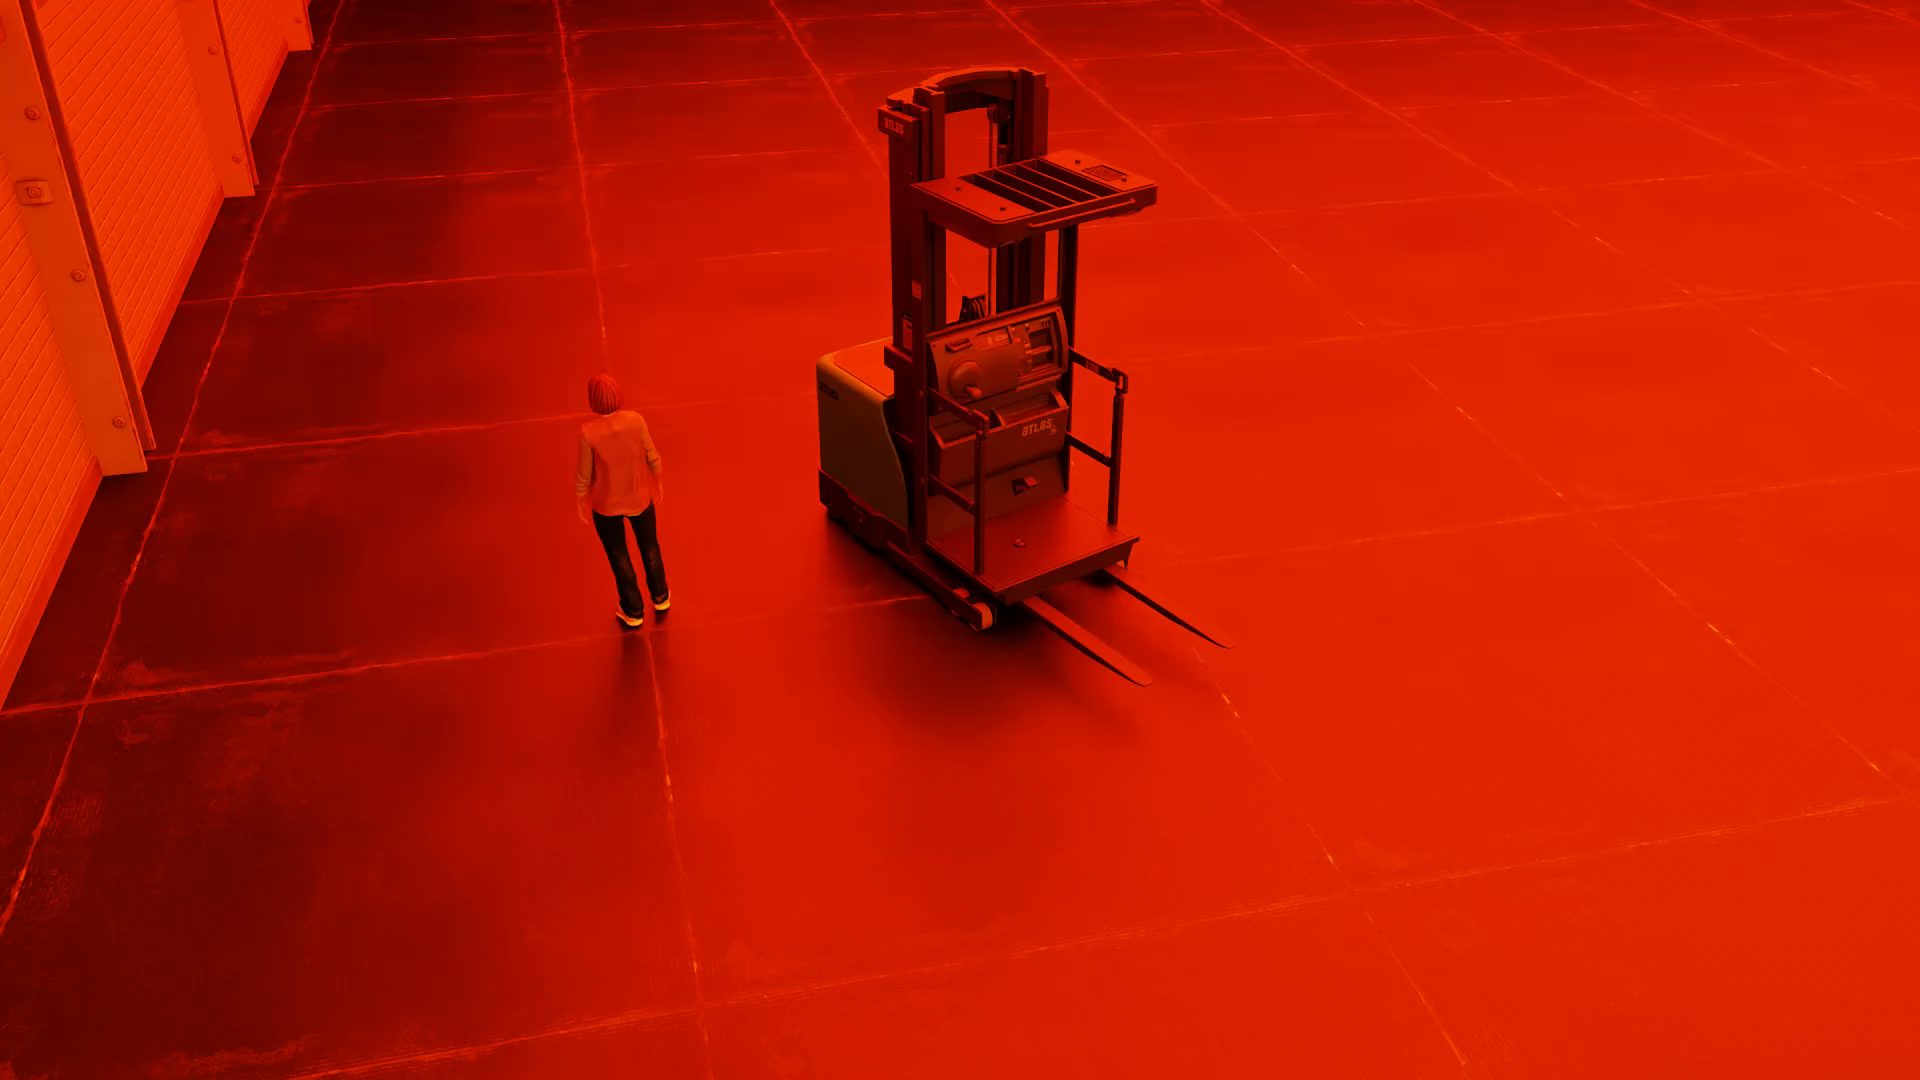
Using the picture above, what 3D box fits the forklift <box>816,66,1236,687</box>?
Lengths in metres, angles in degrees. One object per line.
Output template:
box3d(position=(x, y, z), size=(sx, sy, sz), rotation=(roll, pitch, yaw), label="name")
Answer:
box3d(position=(0.355, -1.021, 9.338), size=(1.130, 2.935, 3.031), rotation=(-20, 35, -30), label="forklift")

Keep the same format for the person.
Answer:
box3d(position=(-1.907, -0.245, 9.315), size=(0.521, 1.597, 0.475), rotation=(-12, 32, -20), label="person")
